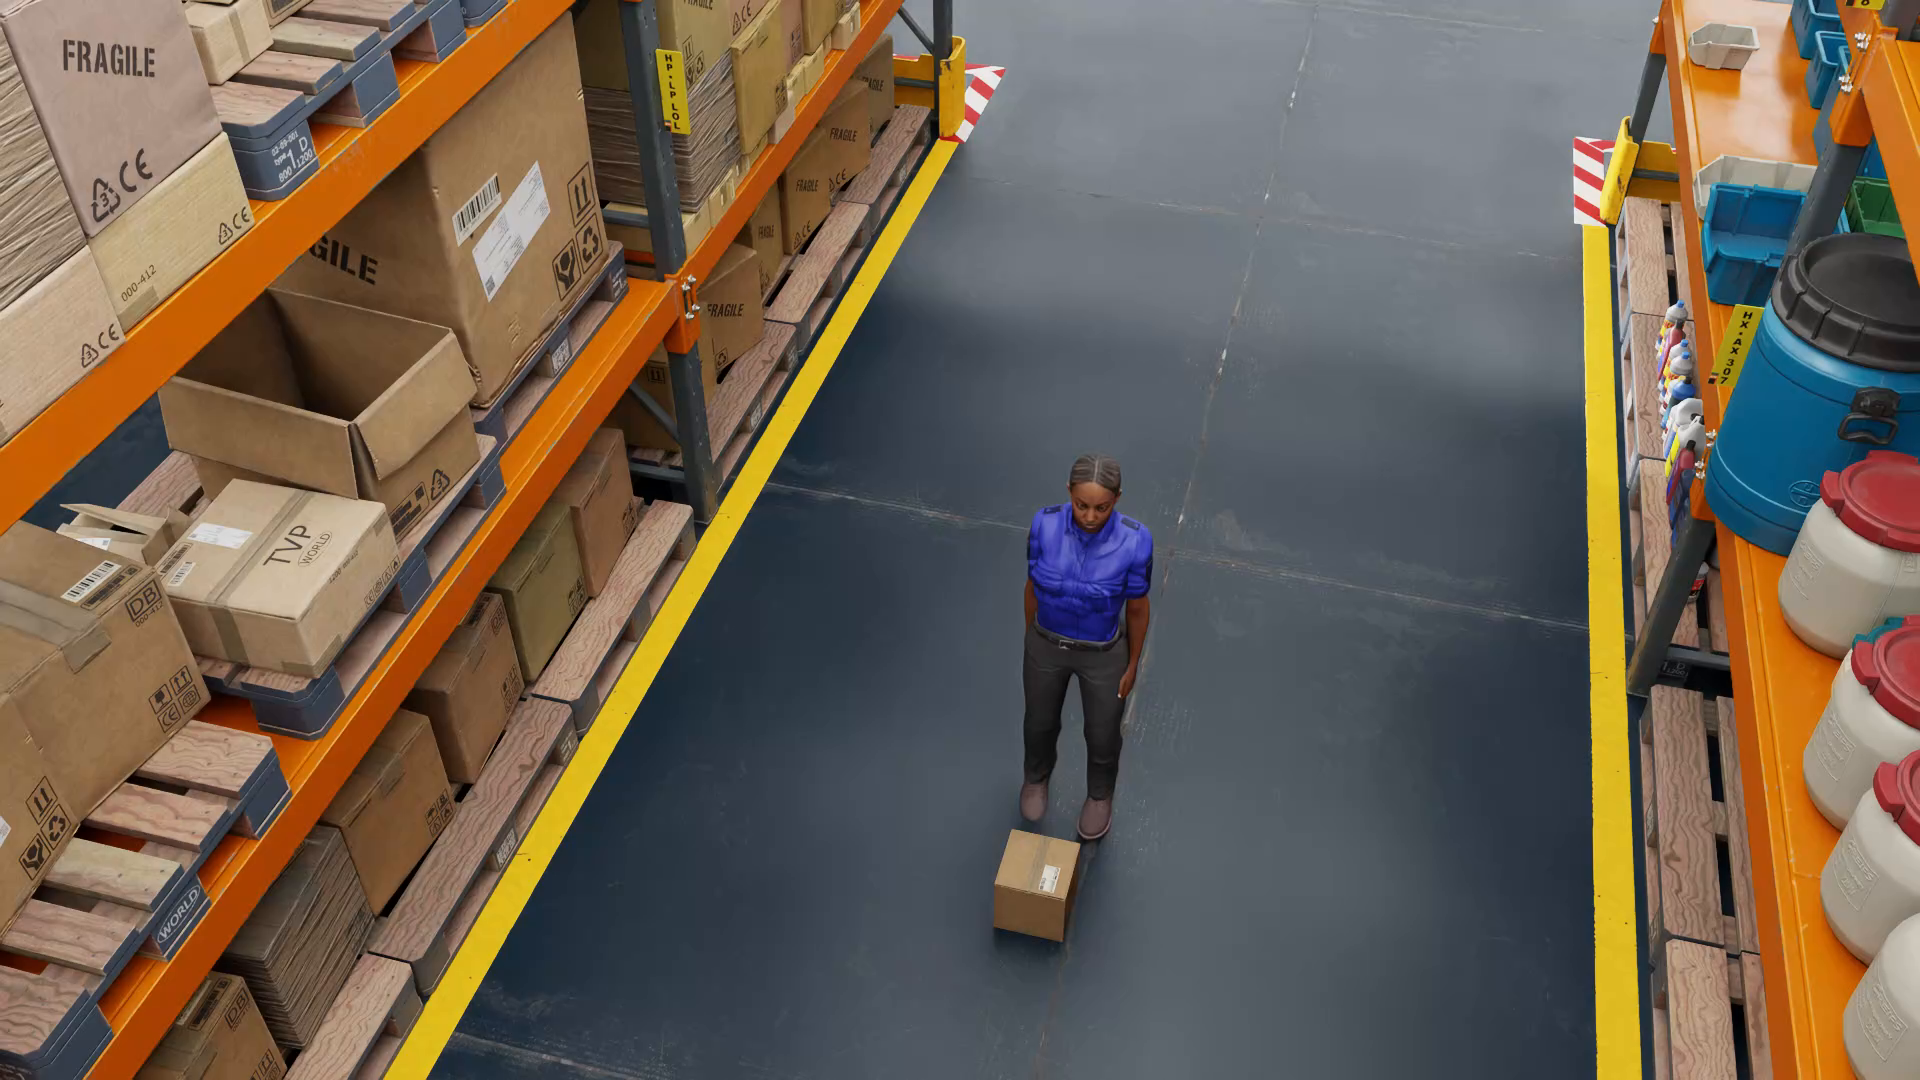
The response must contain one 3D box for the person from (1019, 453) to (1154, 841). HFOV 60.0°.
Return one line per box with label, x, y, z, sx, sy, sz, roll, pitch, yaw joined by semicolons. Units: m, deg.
person;0.421;0.388;5.741;0.436;1.679;0.316;11;42;12
